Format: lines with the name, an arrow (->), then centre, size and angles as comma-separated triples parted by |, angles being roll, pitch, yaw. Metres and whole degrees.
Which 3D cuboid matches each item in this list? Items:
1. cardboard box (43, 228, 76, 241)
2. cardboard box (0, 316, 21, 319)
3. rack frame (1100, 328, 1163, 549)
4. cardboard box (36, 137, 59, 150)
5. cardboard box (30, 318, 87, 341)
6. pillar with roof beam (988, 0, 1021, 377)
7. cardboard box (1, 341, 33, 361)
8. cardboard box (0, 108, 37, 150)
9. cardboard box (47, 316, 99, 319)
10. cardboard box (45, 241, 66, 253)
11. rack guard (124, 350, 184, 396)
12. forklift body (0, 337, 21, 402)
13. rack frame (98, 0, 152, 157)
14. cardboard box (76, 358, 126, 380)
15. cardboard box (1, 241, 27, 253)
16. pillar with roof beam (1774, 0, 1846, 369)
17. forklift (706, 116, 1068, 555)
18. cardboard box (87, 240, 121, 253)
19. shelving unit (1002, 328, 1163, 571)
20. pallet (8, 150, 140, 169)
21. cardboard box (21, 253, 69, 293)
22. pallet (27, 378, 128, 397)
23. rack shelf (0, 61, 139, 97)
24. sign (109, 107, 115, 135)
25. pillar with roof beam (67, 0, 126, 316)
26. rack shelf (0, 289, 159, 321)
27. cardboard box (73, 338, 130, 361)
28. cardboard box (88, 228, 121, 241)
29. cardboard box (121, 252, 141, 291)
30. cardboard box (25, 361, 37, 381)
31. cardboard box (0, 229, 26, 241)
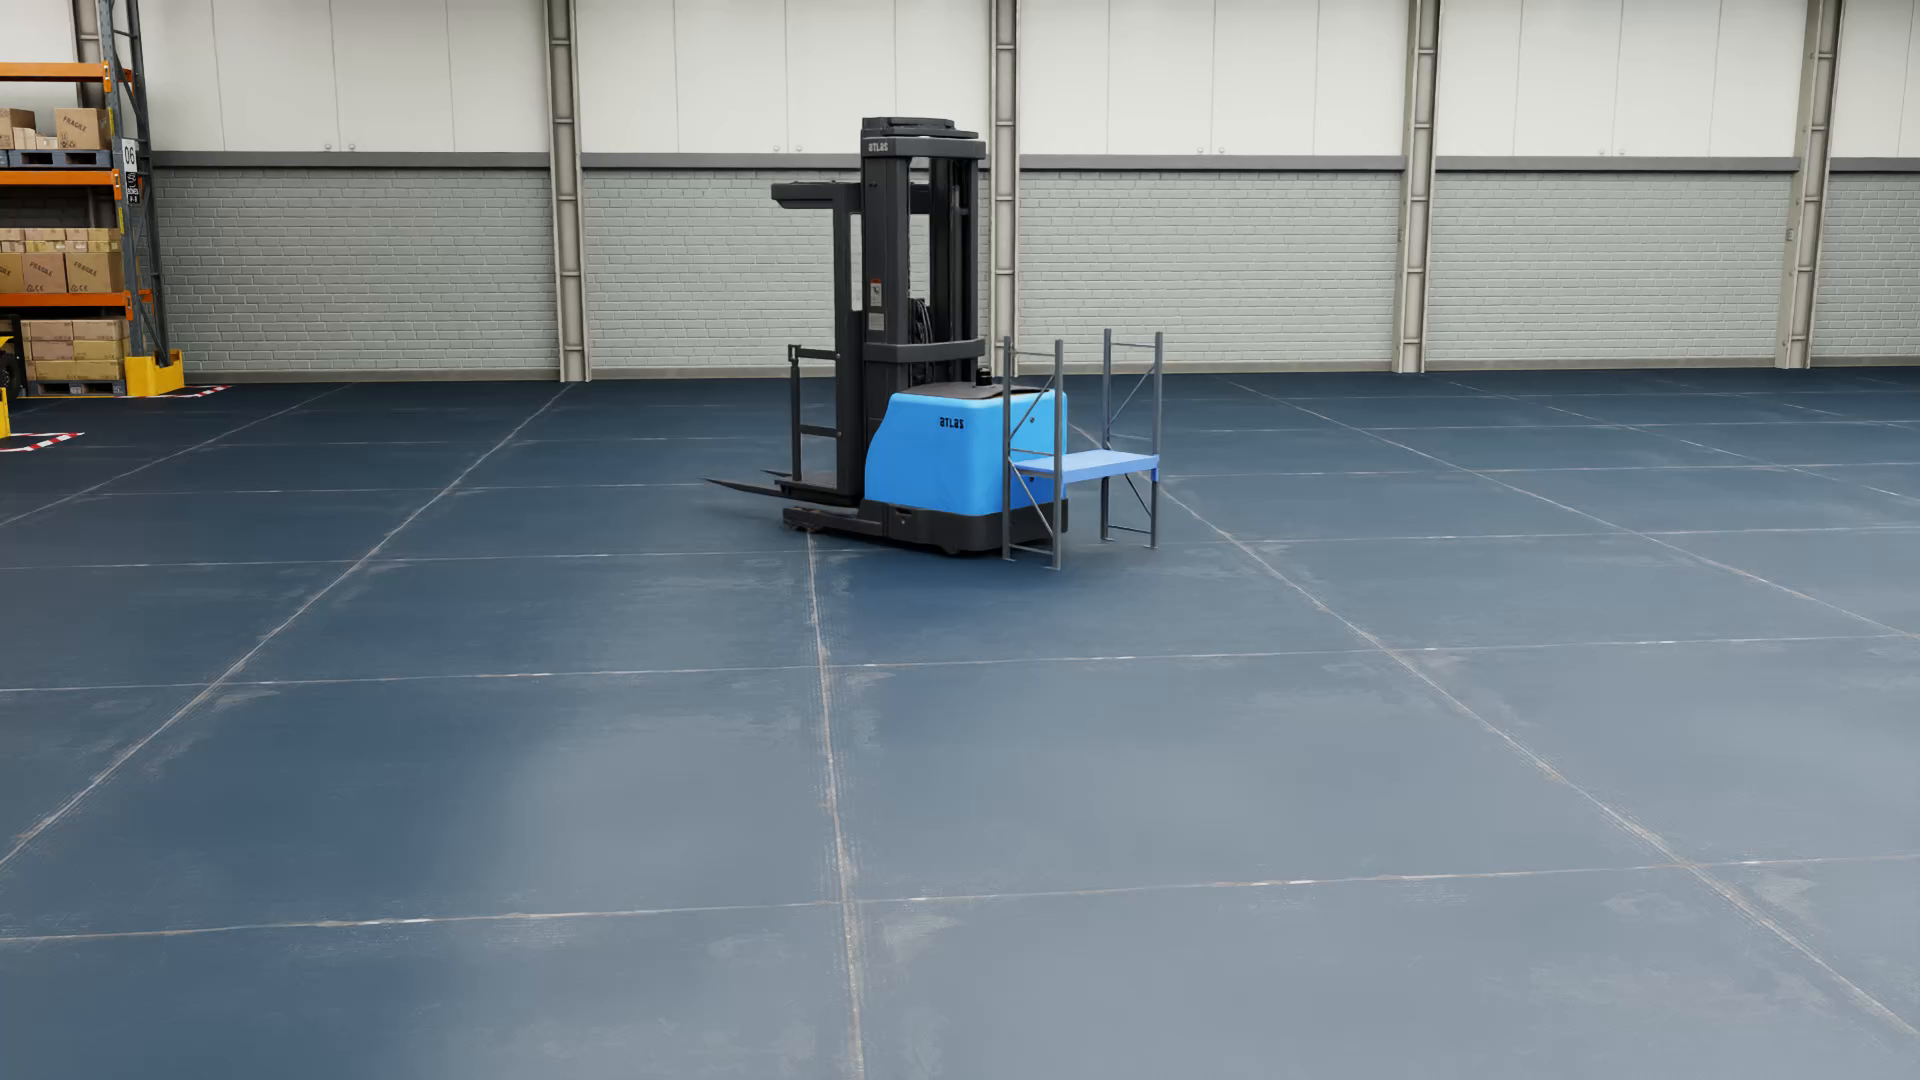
cardboard box -> -11.358, -3.856, 20.993 | 0.250, 0.149, 0.380 | -1, 11, -5
cardboard box -> -12.529, -2.757, 21.563 | 0.500, 0.250, 0.500 | -1, 11, -7
rack frame -> 1.191, -0.709, 11.585 | 0.032, 1.500, 0.500 | -11, 16, -44
cardboard box -> -11.317, -4.940, 20.748 | 0.250, 0.149, 0.380 | -2, 11, -8
cardboard box -> -11.457, -2.678, 21.163 | 0.500, 0.250, 0.500 | -1, 11, -5
pillar with roof beam -> 1.080, -5.938, 18.747 | 0.400, 9.000, 9.100 | -1, 11, -6
cardboard box -> -11.987, -2.421, 21.150 | 0.500, 0.250, 0.500 | -1, 11, -7
cardboard box -> -11.968, -5.130, 20.803 | 0.500, 0.500, 0.700 | -1, 11, -6
cardboard box -> -11.520, -2.775, 21.653 | 0.500, 0.250, 0.500 | -1, 11, -6
cardboard box -> -11.356, -3.714, 21.042 | 0.250, 0.149, 0.380 | -1, 11, -5
rack guard -> -10.502, -2.186, 21.691 | 0.348, 0.500, 1.175 | -1, 11, -6
forklift body -> -12.214, -2.606, 19.549 | 1.214, 2.155, 2.313 | -1, 11, -6
rack frame -> -10.526, -6.356, 20.869 | 0.127, 3.000, 1.000 | -1, 11, -6
cardboard box -> -10.959, -2.199, 21.314 | 0.500, 0.250, 0.500 | -1, 11, -6
cardboard box -> -11.864, -3.696, 20.952 | 0.250, 0.149, 0.380 | -2, 11, -8
pillar with roof beam -> 13.009, -6.188, 20.018 | 0.400, 9.000, 9.100 | -1, 11, -6
forklift -> -0.667, -1.554, 12.174 | 3.031, 2.935, 1.130 | 10, 15, 41
cardboard box -> -10.840, -3.718, 21.065 | 0.250, 0.149, 0.380 | -1, 11, -5
shelving unit -> 0.831, -0.639, 11.233 | 1.048, 1.500, 0.538 | -11, 16, -44
pallet -> -11.231, -4.831, 21.117 | 1.213, 0.211, 1.003 | -1, 11, -6
cardboard box -> -11.503, -3.391, 21.084 | 0.500, 0.500, 0.500 | -1, 11, -4
pallet -> -11.281, -2.020, 21.595 | 1.213, 0.211, 1.003 | -1, 11, -6
rack shelf -> -12.514, -5.765, 20.765 | 4.000, 0.370, 1.077 | -1, 11, -6
sign -> -10.481, -5.175, 20.550 | 0.005, 0.325, 0.100 | -1, 11, -6
pillar with roof beam -> -10.850, -5.688, 17.475 | 0.400, 9.000, 9.100 | -1, 11, -6
rack shelf -> -12.514, -3.017, 21.305 | 4.000, 0.370, 1.077 | -1, 11, -6
cardboard box -> -10.976, -2.444, 21.268 | 0.500, 0.250, 0.500 | -1, 11, -7
cardboard box -> -10.859, -3.877, 21.103 | 0.250, 0.149, 0.380 | -1, 11, -6
cardboard box -> -11.048, -3.504, 21.657 | 0.500, 0.500, 0.500 | -1, 11, -4
cardboard box -> -11.952, -2.181, 21.227 | 0.500, 0.250, 0.500 | -1, 11, -5
cardboard box -> -11.861, -3.838, 20.903 | 0.250, 0.149, 0.380 | -1, 11, -5
